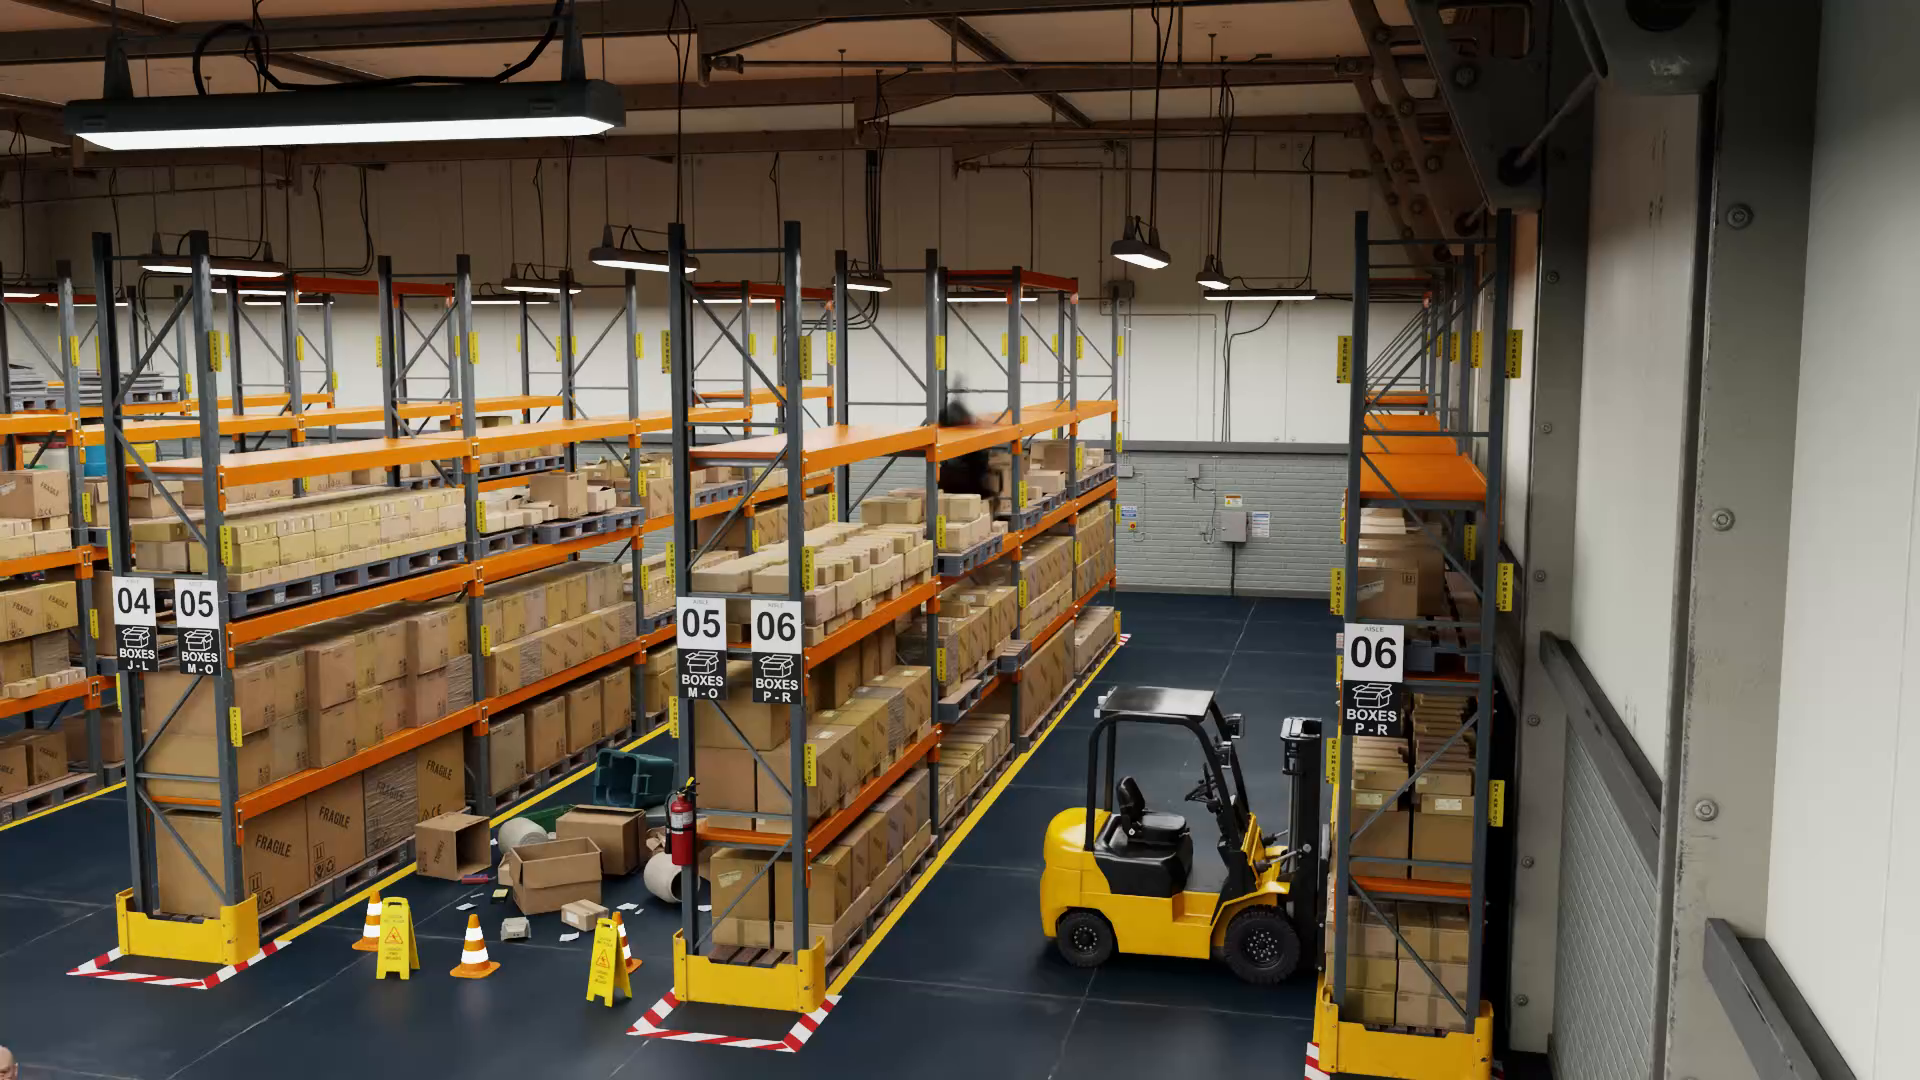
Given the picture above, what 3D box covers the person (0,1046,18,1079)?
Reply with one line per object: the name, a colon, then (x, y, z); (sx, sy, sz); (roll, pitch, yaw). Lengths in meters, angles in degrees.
person: (-4.612, 3.304, 8.050); (0.712, 1.754, 1.031); (-5, 9, -37)
